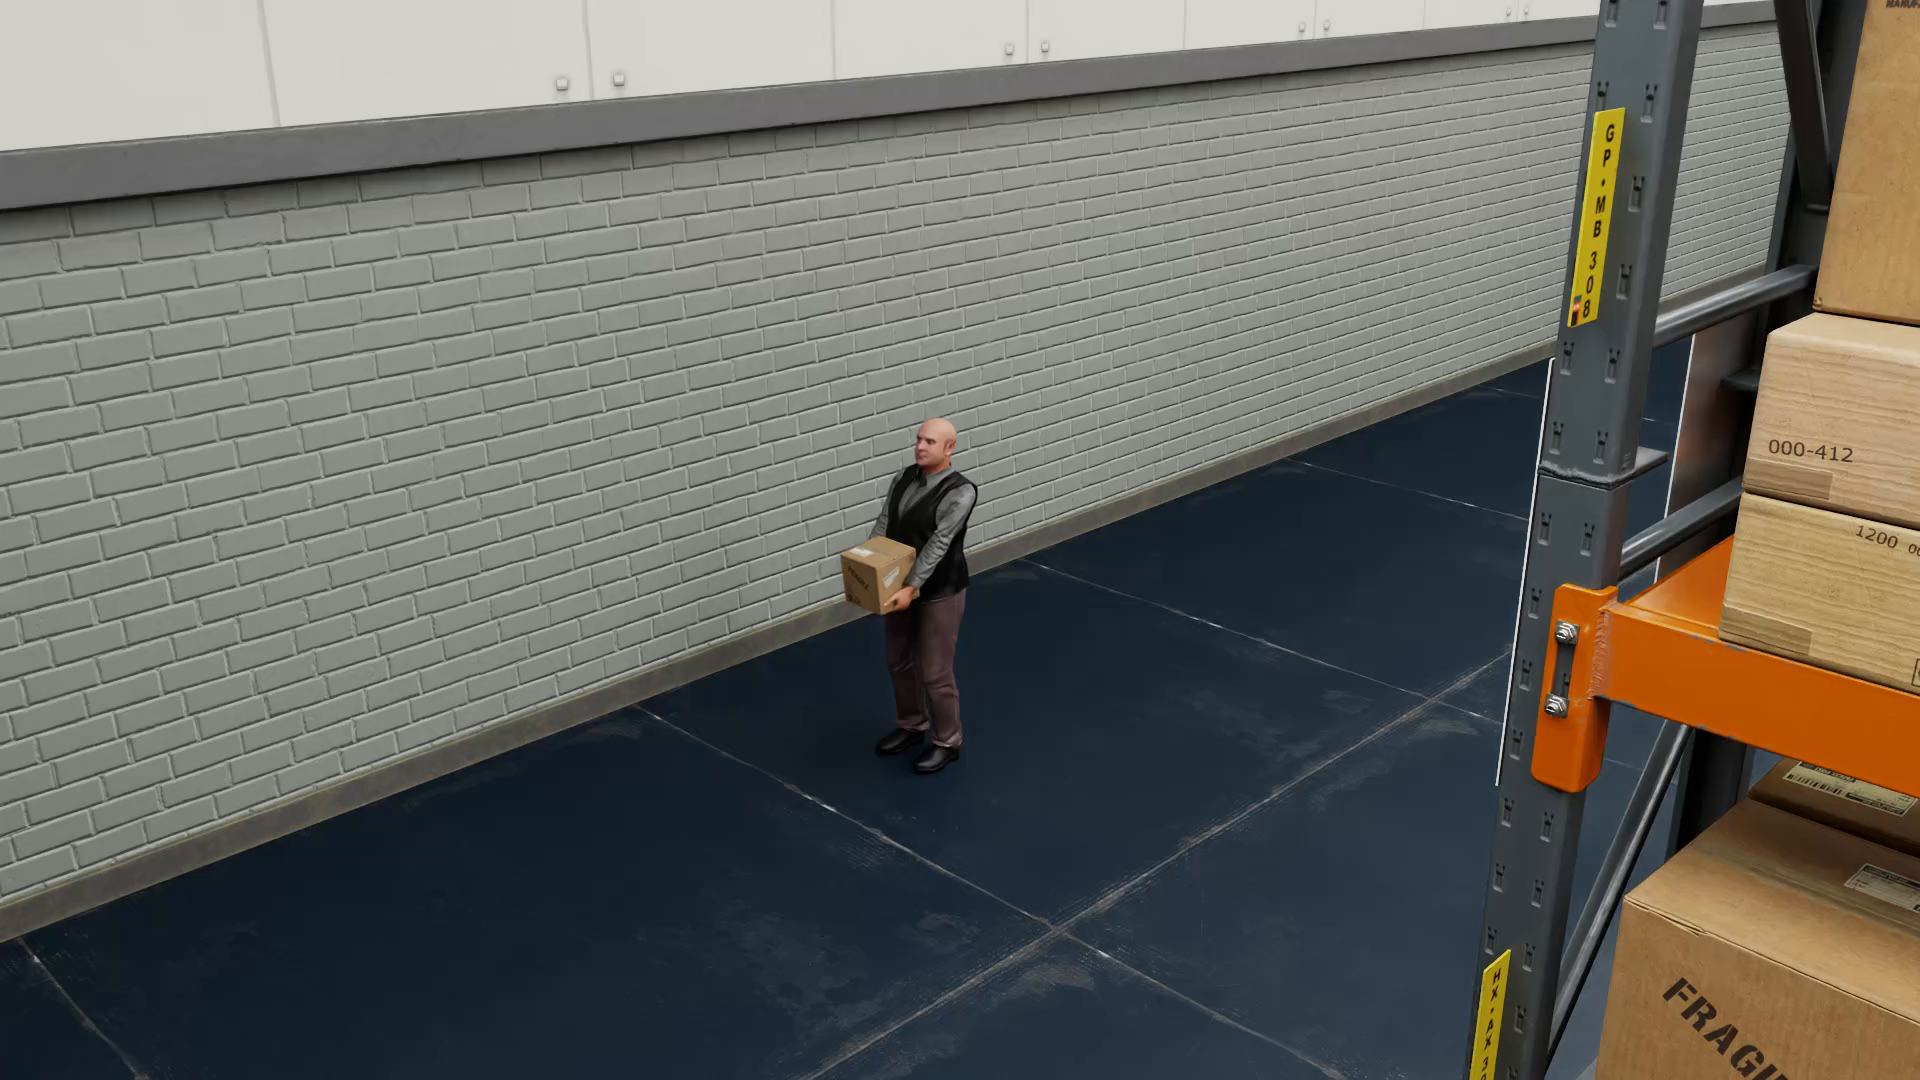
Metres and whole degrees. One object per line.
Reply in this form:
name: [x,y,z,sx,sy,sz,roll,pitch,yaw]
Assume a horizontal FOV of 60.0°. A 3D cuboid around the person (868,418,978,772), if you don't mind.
person: [-0.225,0.277,7.883,0.560,1.711,0.494,-19,28,-41]
